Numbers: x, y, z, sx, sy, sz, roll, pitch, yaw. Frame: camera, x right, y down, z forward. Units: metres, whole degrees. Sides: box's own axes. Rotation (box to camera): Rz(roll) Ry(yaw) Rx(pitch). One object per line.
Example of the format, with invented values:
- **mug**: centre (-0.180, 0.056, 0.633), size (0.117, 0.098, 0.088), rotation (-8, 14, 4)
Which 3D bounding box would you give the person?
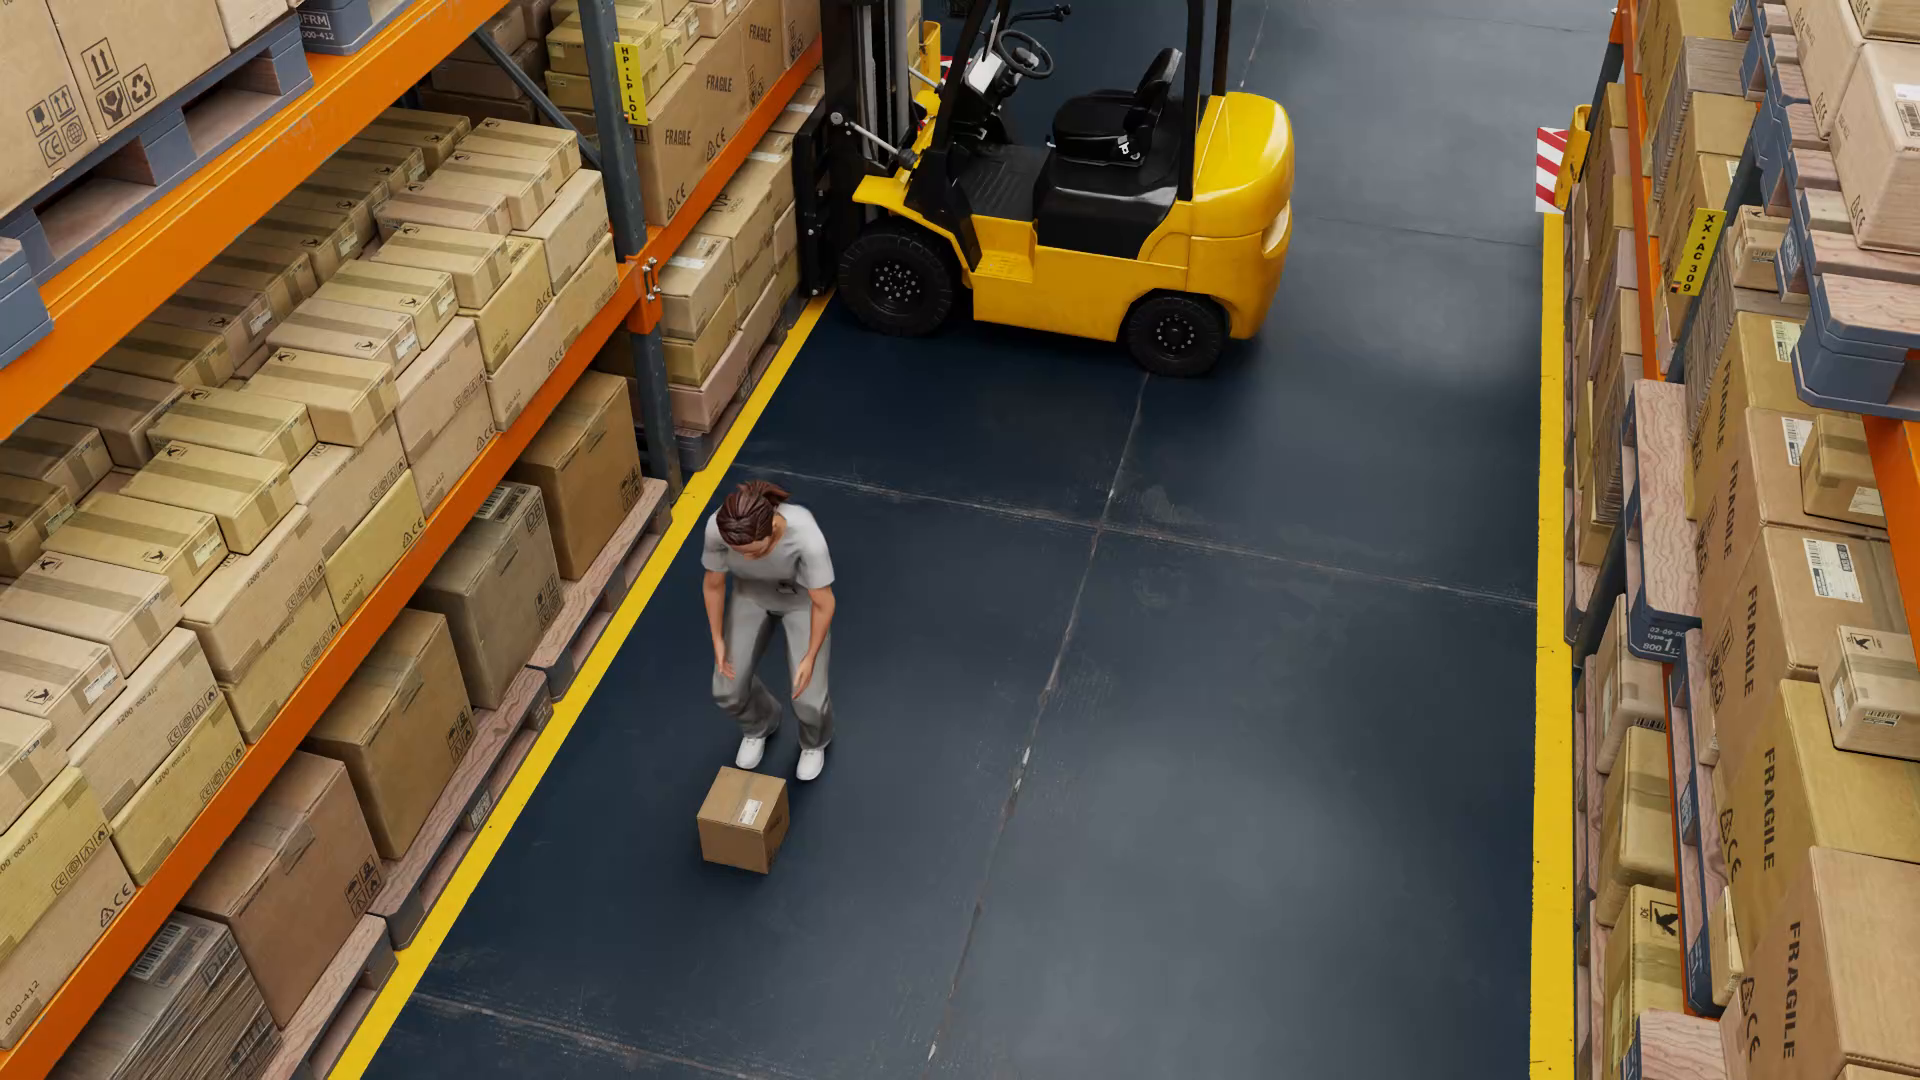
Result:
- **person**: centre (-0.655, 0.296, 5.984), size (0.488, 1.469, 0.575), rotation (10, 42, 12)
